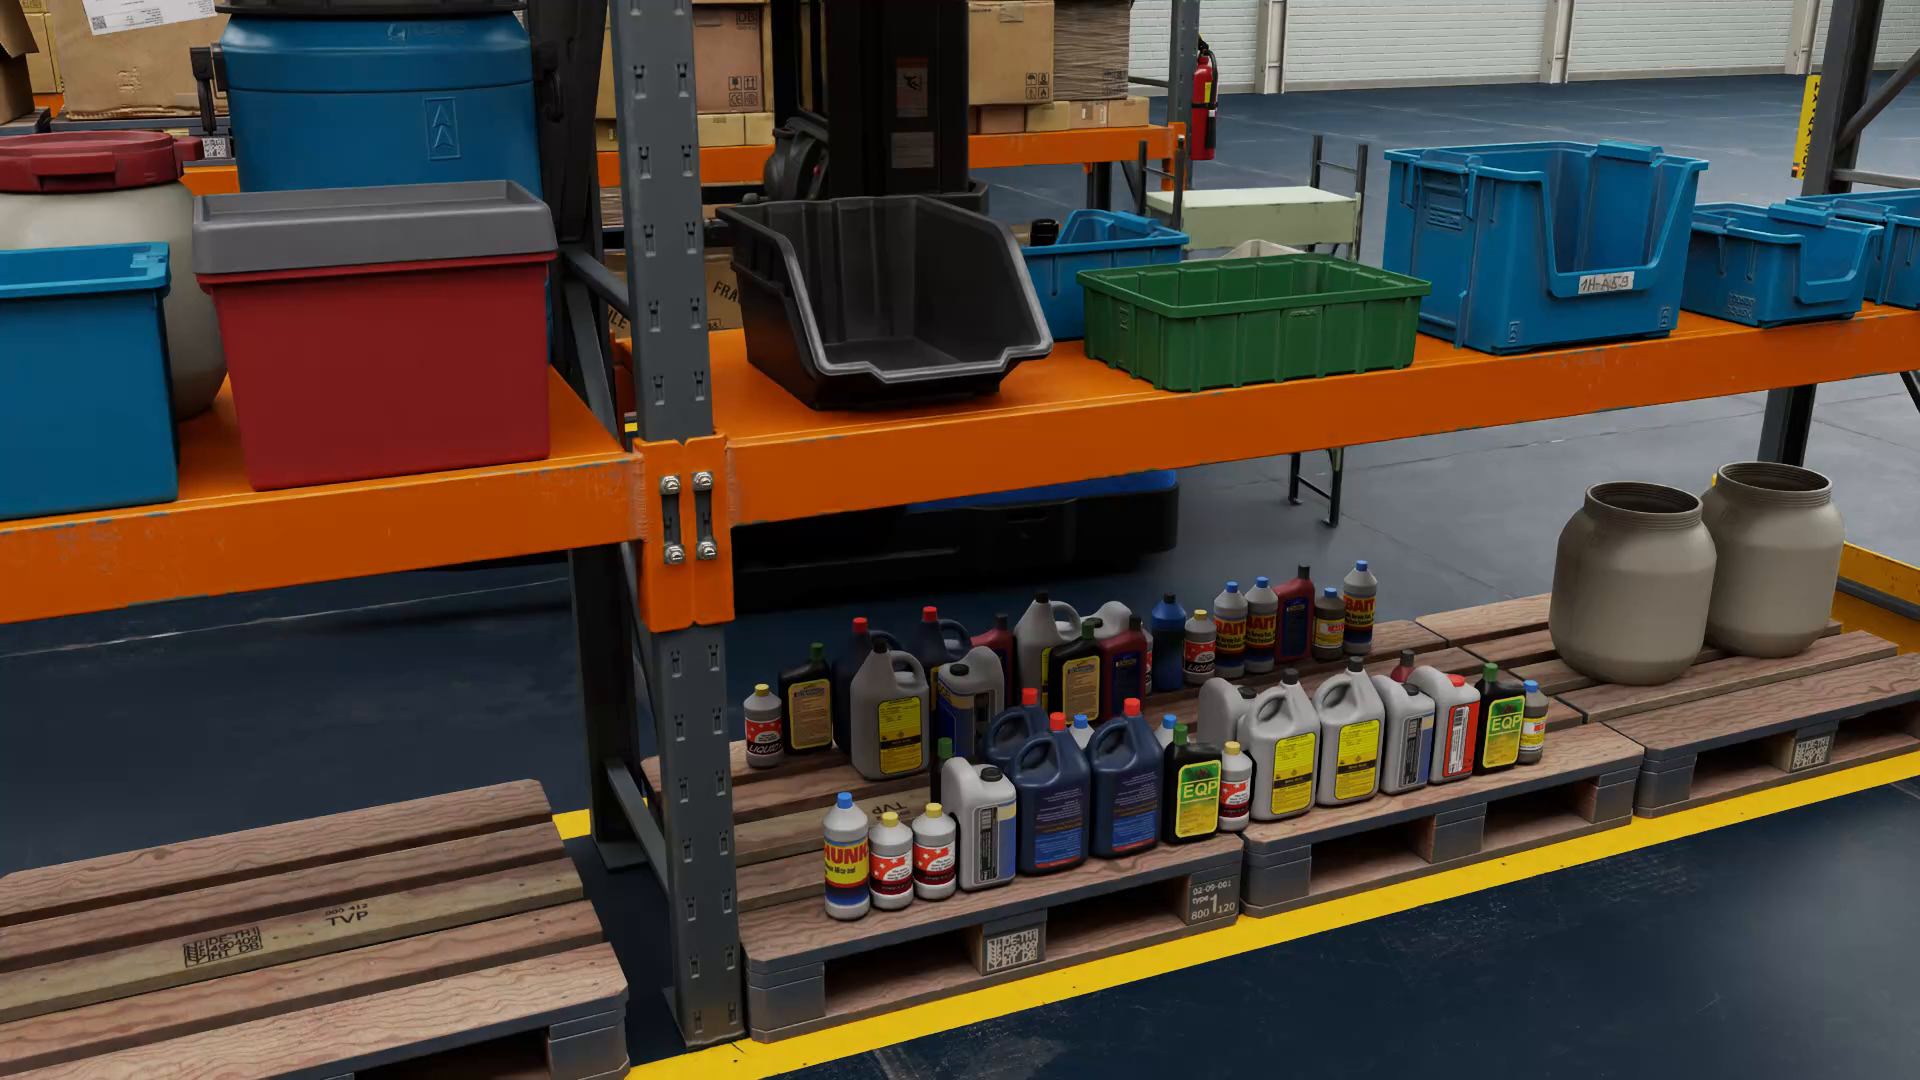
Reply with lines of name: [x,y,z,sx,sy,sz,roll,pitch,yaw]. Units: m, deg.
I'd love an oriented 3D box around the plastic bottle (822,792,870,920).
plastic bottle: [-0.244,0.667,3.556,0.097,0.271,0.097,0,19,0]

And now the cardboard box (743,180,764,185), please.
cardboard box: [-1.467,-3.153,13.526,0.875,0.875,0.875,-8,21,-22]

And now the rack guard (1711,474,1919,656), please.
rack guard: [2.912,0.173,5.277,0.348,0.500,1.175,-8,21,-22]

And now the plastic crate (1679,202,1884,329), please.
plastic crate: [2.023,-0.719,4.271,0.408,0.251,0.499,-8,21,-22]

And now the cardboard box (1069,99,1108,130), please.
cardboard box: [0.591,-2.289,8.884,0.250,0.149,0.380,-8,21,-22]

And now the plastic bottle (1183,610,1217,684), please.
plastic bottle: [0.677,0.297,4.712,0.097,0.201,0.097,0,19,0]

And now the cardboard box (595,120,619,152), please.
cardboard box: [-1.676,-1.938,7.889,0.250,0.149,0.380,-8,21,-22]

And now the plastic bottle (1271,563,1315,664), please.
plastic bottle: [0.960,0.211,4.832,0.133,0.283,0.061,-8,21,-21]

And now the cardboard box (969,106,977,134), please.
cardboard box: [-0.099,-2.192,8.608,0.250,0.149,0.380,-8,21,-22]

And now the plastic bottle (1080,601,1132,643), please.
plastic bottle: [0.391,0.313,4.555,0.135,0.276,0.152,-8,21,-21]

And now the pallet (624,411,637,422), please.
pallet: [-2.069,-0.798,8.471,1.213,0.211,1.003,-8,21,-22]

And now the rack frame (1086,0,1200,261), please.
rack frame: [1.001,-2.540,9.220,0.127,3.000,1.000,-8,21,-22]

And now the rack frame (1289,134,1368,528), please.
rack frame: [1.452,-0.822,6.597,0.023,1.500,0.400,-5,20,-14]

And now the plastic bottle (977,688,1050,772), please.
plastic bottle: [0.139,0.515,3.870,0.185,0.351,0.144,-8,21,-22]

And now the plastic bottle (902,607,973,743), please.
plastic bottle: [-0.057,0.340,4.365,0.185,0.351,0.144,-9,21,-25]

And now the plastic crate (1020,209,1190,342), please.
plastic crate: [0.199,-0.662,4.110,0.616,0.251,0.499,-8,21,-22]

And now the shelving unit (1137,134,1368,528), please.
shelving unit: [1.099,-0.790,6.506,0.755,1.500,0.431,-5,20,-14]

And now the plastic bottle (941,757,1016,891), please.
plastic bottle: [0.042,0.614,3.699,0.135,0.276,0.152,-7,21,-20]

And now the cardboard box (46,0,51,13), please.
cardboard box: [-5.933,-3.857,11.304,0.500,0.500,0.700,-8,21,-21]

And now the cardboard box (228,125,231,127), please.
cardboard box: [-7.078,-3.925,16.477,0.625,0.372,0.950,-8,21,-21]

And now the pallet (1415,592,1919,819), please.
pallet: [2.164,0.415,5.026,1.213,0.211,1.003,-8,21,-22]

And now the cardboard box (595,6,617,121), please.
cardboard box: [-1.761,-2.297,7.931,0.500,0.500,0.875,-8,21,-22]

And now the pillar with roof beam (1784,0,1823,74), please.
pillar with roof beam: [17.852,-11.933,26.863,0.400,9.000,9.100,-8,21,-22]

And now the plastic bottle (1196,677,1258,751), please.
plastic bottle: [0.678,0.471,4.106,0.135,0.276,0.152,-8,21,-22]

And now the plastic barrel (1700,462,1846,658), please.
plastic barrel: [2.389,0.055,4.962,0.421,0.512,0.421,0,19,0]

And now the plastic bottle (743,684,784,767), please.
plastic bottle: [-0.500,0.466,4.233,0.097,0.201,0.097,0,19,0]

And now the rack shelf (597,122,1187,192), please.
rack shelf: [-0.835,-1.938,8.593,4.000,0.370,1.077,-8,21,-22]

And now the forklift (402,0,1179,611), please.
forklift: [-0.759,-1.313,5.839,3.031,2.935,1.130,-5,20,-14]

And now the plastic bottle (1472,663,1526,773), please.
plastic bottle: [1.350,0.440,4.183,0.133,0.283,0.061,-8,21,-21]

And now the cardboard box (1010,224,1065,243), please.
cardboard box: [0.421,-1.482,9.347,0.500,0.500,0.500,-4,20,-12]

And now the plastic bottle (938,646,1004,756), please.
plastic bottle: [0.025,0.417,4.258,0.135,0.276,0.152,-8,21,-22]

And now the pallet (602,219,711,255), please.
pallet: [-2.692,-2.463,13.198,1.213,0.211,1.003,-8,21,-22]

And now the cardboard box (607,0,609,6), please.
cardboard box: [-1.699,-2.721,7.630,0.500,0.500,0.500,-8,21,-22]

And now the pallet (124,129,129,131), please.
pallet: [-10.350,-4.964,20.301,1.213,0.211,1.003,-8,21,-22]

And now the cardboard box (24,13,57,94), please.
cardboard box: [-6.310,-3.236,11.047,0.500,0.500,0.500,-8,21,-22]

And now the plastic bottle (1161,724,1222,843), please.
plastic bottle: [0.537,0.557,3.853,0.133,0.283,0.061,-7,21,-20]

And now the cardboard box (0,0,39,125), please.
cardboard box: [-4.227,-2.005,6.911,0.637,0.503,0.797,-6,20,-16]

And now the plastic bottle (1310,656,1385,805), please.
plastic bottle: [0.930,0.453,4.044,0.185,0.351,0.144,-7,21,-20]

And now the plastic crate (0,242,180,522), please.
plastic crate: [-1.600,-0.256,2.757,0.575,0.384,0.392,-8,21,-22]

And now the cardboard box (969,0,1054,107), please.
cardboard box: [0.074,-2.561,8.682,0.500,0.500,0.875,-8,21,-22]
